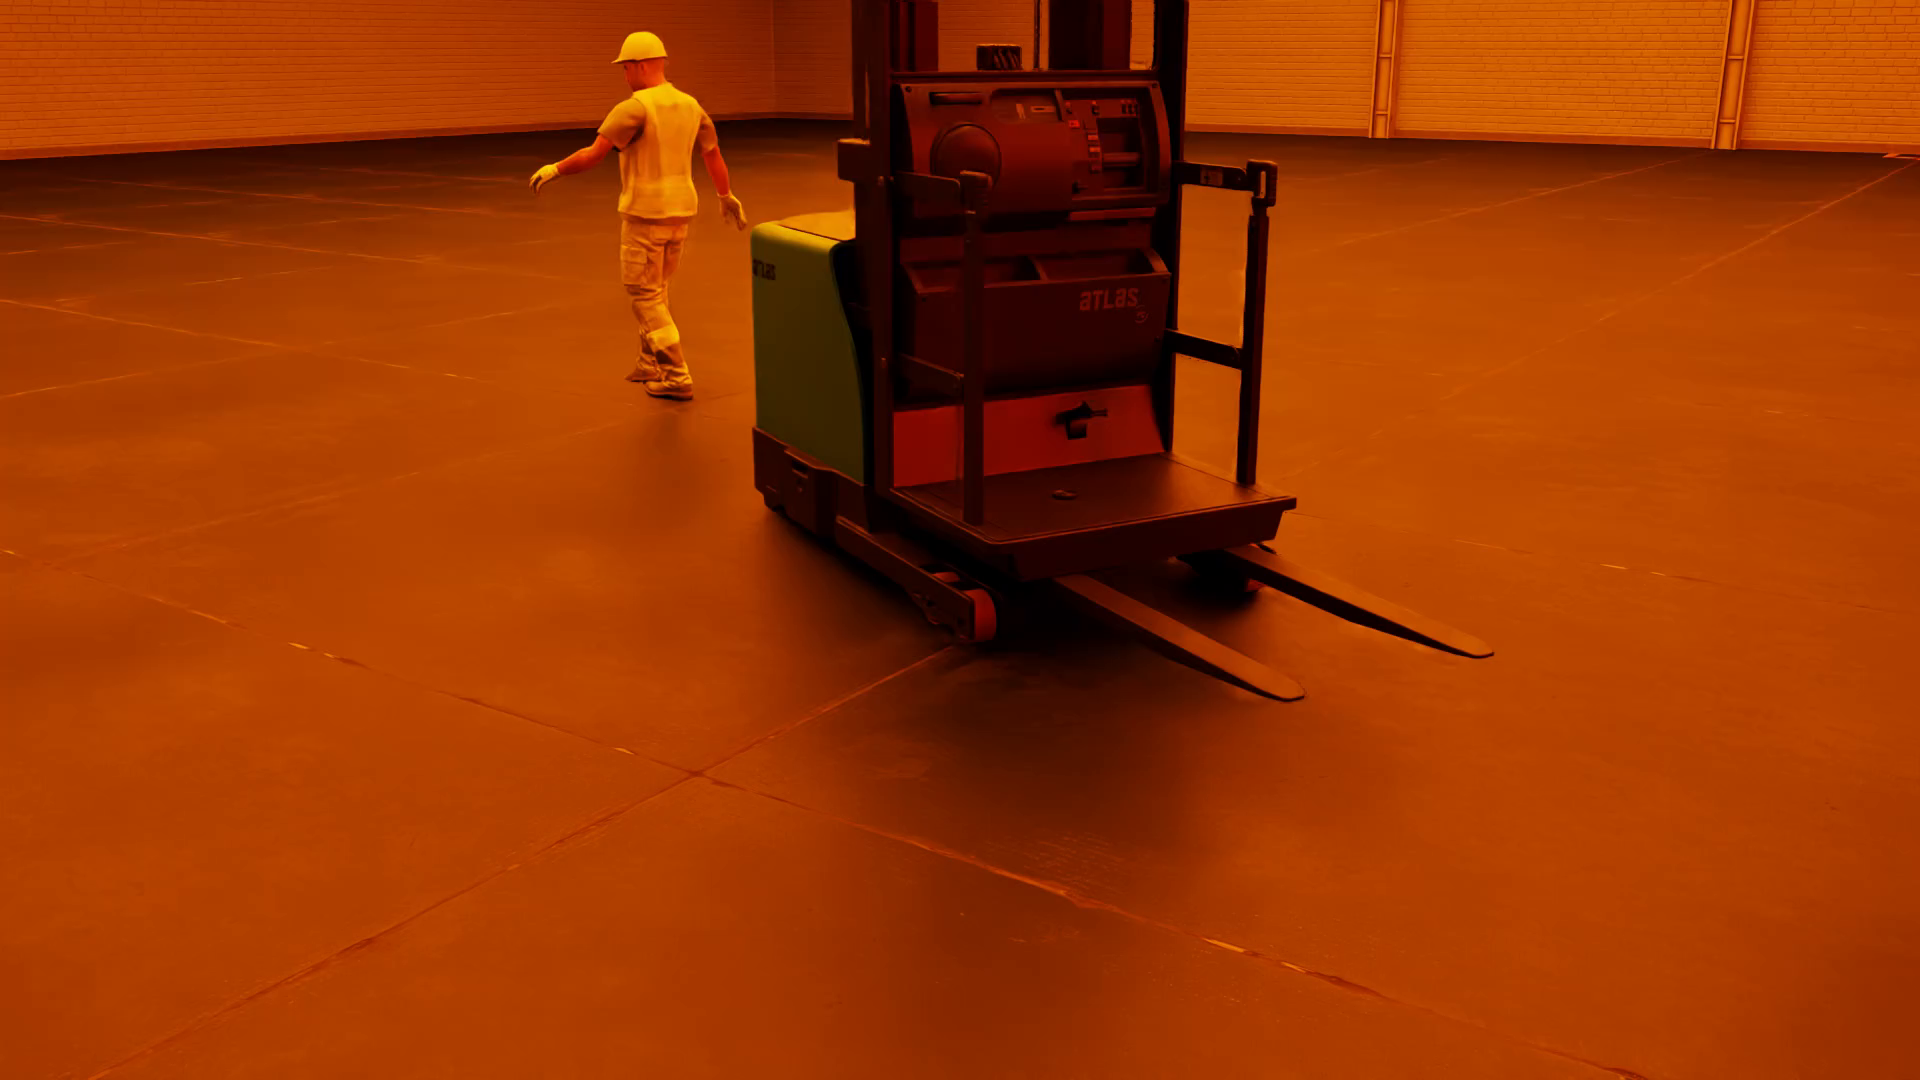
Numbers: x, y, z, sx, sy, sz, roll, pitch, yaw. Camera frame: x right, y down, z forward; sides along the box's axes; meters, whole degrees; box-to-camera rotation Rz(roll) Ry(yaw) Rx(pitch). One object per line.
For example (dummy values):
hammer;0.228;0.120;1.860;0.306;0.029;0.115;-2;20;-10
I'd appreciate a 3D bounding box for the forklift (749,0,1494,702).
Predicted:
forklift;0.348;-1.242;4.985;1.130;2.935;3.031;-9;19;-27

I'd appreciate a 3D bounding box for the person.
person;-1.566;-1.606;8.303;0.698;1.781;1.031;12;20;34
